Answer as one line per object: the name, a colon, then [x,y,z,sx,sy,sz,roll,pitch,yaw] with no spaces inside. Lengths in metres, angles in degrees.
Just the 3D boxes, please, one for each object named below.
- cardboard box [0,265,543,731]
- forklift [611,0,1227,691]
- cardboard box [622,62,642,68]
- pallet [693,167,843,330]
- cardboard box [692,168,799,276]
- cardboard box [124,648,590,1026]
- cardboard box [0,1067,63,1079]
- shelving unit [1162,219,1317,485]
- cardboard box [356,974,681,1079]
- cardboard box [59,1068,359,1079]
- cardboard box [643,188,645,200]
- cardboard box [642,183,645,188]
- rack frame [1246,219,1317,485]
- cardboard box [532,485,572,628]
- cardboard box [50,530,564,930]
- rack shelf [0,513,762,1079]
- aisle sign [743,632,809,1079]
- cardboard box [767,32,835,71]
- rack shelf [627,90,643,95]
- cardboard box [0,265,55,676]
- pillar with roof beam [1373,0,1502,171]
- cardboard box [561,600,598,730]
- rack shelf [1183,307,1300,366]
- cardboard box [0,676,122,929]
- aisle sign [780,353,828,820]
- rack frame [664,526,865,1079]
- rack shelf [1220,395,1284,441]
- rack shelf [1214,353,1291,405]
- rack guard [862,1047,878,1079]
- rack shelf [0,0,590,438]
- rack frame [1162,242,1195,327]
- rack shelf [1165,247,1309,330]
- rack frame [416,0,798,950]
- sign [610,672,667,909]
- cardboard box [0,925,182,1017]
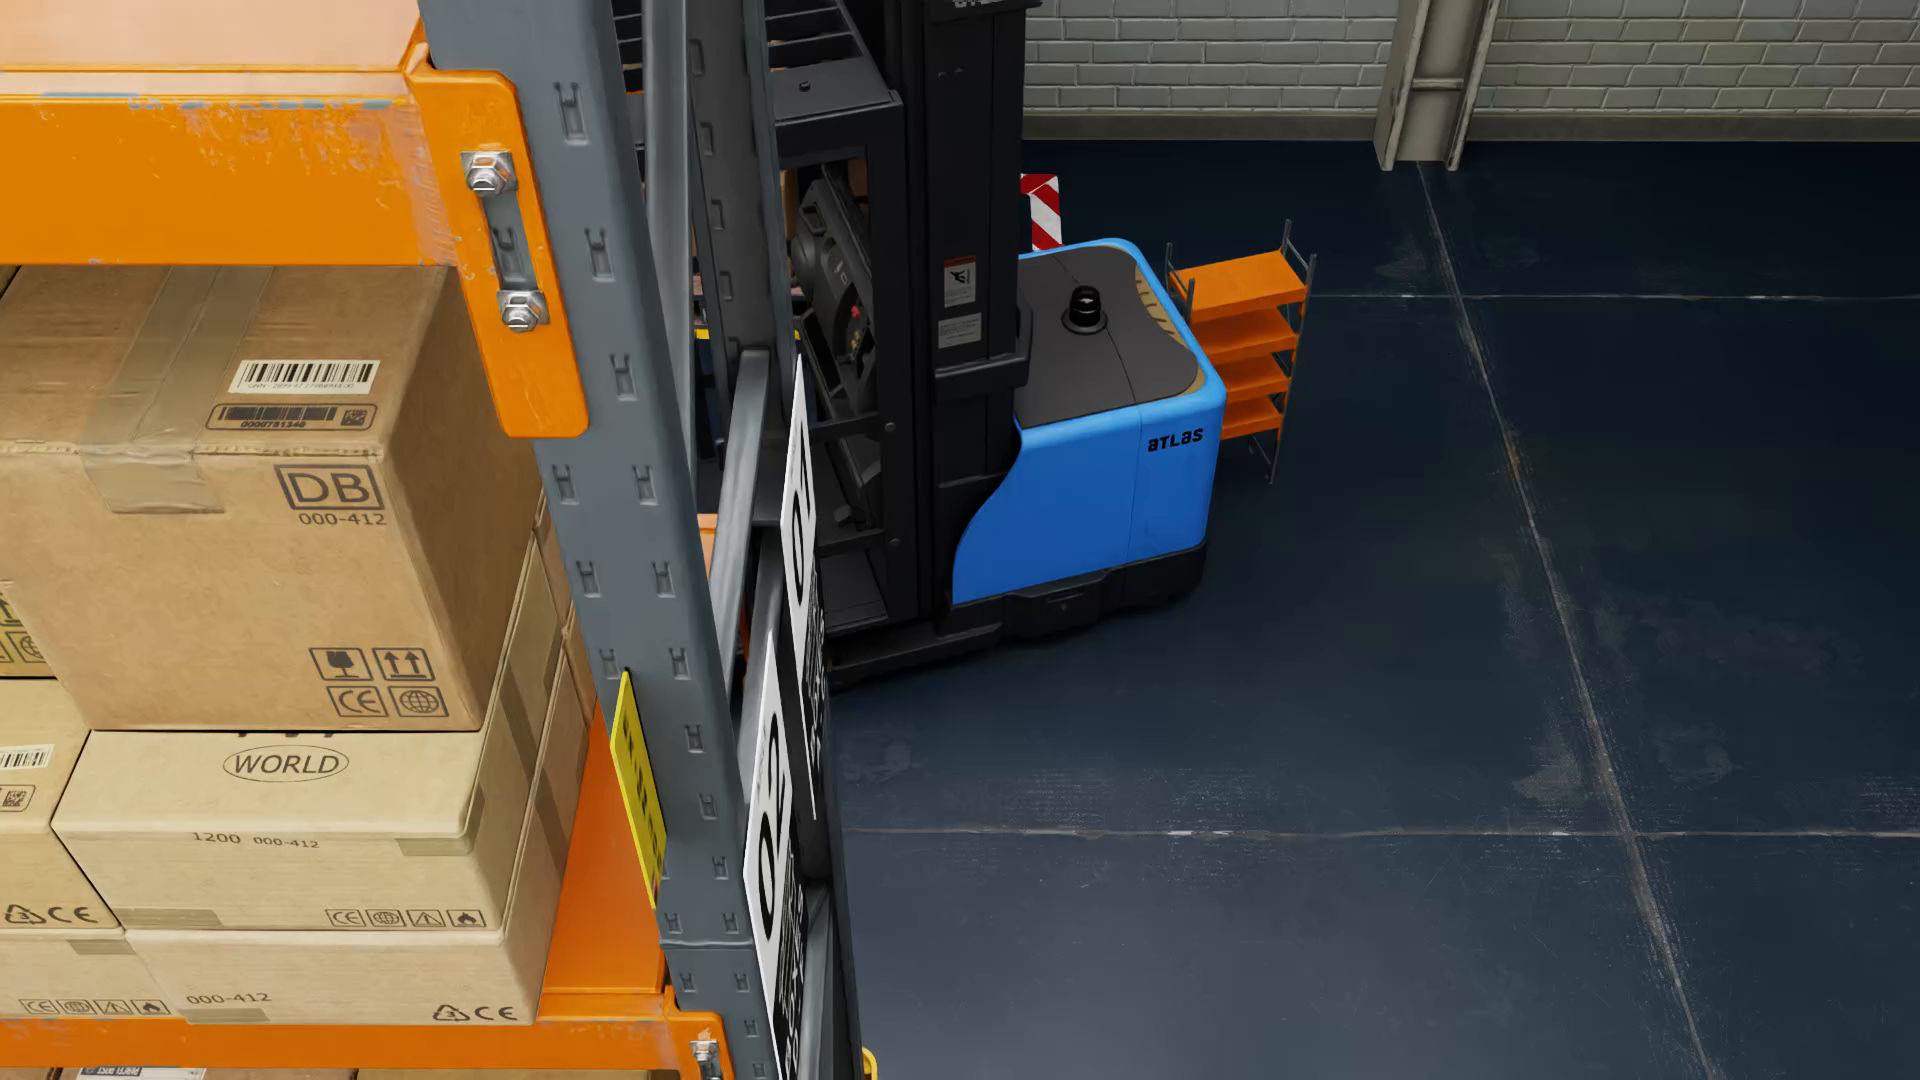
cardboard box: [-0.849,-0.183,2.151,0.500,0.500,0.700,0,47,0]
forklift: [-0.611,-0.804,5.576,3.031,2.935,1.130,-13,48,-12]
cardboard box: [-1.558,-2.513,6.915,0.700,0.700,0.980,0,47,0]
pallet: [-1.121,-1.417,8.006,1.213,0.211,1.003,0,47,0]
cardboard box: [-1.021,-1.643,7.731,0.500,0.500,0.700,0,47,0]
cardboard box: [-0.850,0.424,2.440,0.500,0.250,0.500,0,47,0]
cardboard box: [-1.805,1.030,3.071,0.500,0.500,0.500,1,47,1]
shelving unit: [1.050,-0.675,6.639,0.503,1.200,0.258,-13,48,-12]
cardboard box: [-0.782,1.029,3.073,0.500,0.500,0.500,0,47,0]
cardboard box: [-1.287,1.028,3.073,0.500,0.500,0.500,1,47,1]
cardboard box: [-1.522,-1.644,7.733,0.500,0.500,0.700,0,47,0]
cardboard box: [-1.406,-1.731,7.370,0.250,0.149,0.380,1,47,1]
rack frame: [1.283,-0.729,6.689,0.015,1.200,0.240,-13,48,-12]
cardboard box: [-0.848,-0.130,2.614,0.500,0.250,0.500,0,47,0]
cardboard box: [-0.850,0.247,2.263,0.500,0.250,0.500,0,47,0]
rack shelf: [-2.336,0.421,2.832,4.000,0.370,1.077,0,47,0]
aisle sign: [-0.268,0.542,2.501,0.004,0.787,0.394,0,47,0]
cardboard box: [-0.831,-2.519,6.921,0.700,0.700,0.980,2,47,2]
rack shelf: [-2.321,-2.183,7.305,4.000,0.370,1.077,0,47,0]
cardboard box: [-1.349,-0.246,2.210,0.500,0.500,0.700,0,47,0]
pillar with roof beam: [2.366,-1.941,2.490,0.400,9.000,9.100,0,47,0]
cardboard box: [-0.848,0.045,2.793,0.500,0.250,0.500,0,47,0]
rack shelf: [1.050,-0.782,6.525,0.480,0.148,0.258,-13,48,-12]
cardboard box: [-1.350,0.246,2.264,0.500,0.250,0.500,0,47,0]
aisle sign: [-0.266,0.103,2.910,0.004,0.787,0.394,0,47,0]
rack frame: [-0.336,1.203,3.661,0.127,3.000,1.000,0,47,0]
rack shelf: [1.050,-0.494,6.834,0.480,0.148,0.258,-13,48,-12]
rack shelf: [1.050,-0.629,6.689,0.480,0.148,0.258,-13,48,-12]
rack guard: [-0.412,2.055,4.577,0.348,0.500,1.175,0,47,0]
rack shelf: [-2.336,-0.600,1.735,4.000,0.370,1.077,0,47,0]
rack frame: [0.817,-0.622,6.590,0.015,1.200,0.240,-13,48,-12]
rack shelf: [1.050,-0.943,6.352,0.480,0.148,0.258,-13,48,-12]
rack frame: [-0.336,-0.841,1.466,0.127,3.000,1.000,0,47,0]
sign: [-0.358,0.286,1.861,0.005,0.325,0.100,0,47,0]
cardboard box: [-1.350,0.415,2.449,0.500,0.250,0.500,0,47,0]
